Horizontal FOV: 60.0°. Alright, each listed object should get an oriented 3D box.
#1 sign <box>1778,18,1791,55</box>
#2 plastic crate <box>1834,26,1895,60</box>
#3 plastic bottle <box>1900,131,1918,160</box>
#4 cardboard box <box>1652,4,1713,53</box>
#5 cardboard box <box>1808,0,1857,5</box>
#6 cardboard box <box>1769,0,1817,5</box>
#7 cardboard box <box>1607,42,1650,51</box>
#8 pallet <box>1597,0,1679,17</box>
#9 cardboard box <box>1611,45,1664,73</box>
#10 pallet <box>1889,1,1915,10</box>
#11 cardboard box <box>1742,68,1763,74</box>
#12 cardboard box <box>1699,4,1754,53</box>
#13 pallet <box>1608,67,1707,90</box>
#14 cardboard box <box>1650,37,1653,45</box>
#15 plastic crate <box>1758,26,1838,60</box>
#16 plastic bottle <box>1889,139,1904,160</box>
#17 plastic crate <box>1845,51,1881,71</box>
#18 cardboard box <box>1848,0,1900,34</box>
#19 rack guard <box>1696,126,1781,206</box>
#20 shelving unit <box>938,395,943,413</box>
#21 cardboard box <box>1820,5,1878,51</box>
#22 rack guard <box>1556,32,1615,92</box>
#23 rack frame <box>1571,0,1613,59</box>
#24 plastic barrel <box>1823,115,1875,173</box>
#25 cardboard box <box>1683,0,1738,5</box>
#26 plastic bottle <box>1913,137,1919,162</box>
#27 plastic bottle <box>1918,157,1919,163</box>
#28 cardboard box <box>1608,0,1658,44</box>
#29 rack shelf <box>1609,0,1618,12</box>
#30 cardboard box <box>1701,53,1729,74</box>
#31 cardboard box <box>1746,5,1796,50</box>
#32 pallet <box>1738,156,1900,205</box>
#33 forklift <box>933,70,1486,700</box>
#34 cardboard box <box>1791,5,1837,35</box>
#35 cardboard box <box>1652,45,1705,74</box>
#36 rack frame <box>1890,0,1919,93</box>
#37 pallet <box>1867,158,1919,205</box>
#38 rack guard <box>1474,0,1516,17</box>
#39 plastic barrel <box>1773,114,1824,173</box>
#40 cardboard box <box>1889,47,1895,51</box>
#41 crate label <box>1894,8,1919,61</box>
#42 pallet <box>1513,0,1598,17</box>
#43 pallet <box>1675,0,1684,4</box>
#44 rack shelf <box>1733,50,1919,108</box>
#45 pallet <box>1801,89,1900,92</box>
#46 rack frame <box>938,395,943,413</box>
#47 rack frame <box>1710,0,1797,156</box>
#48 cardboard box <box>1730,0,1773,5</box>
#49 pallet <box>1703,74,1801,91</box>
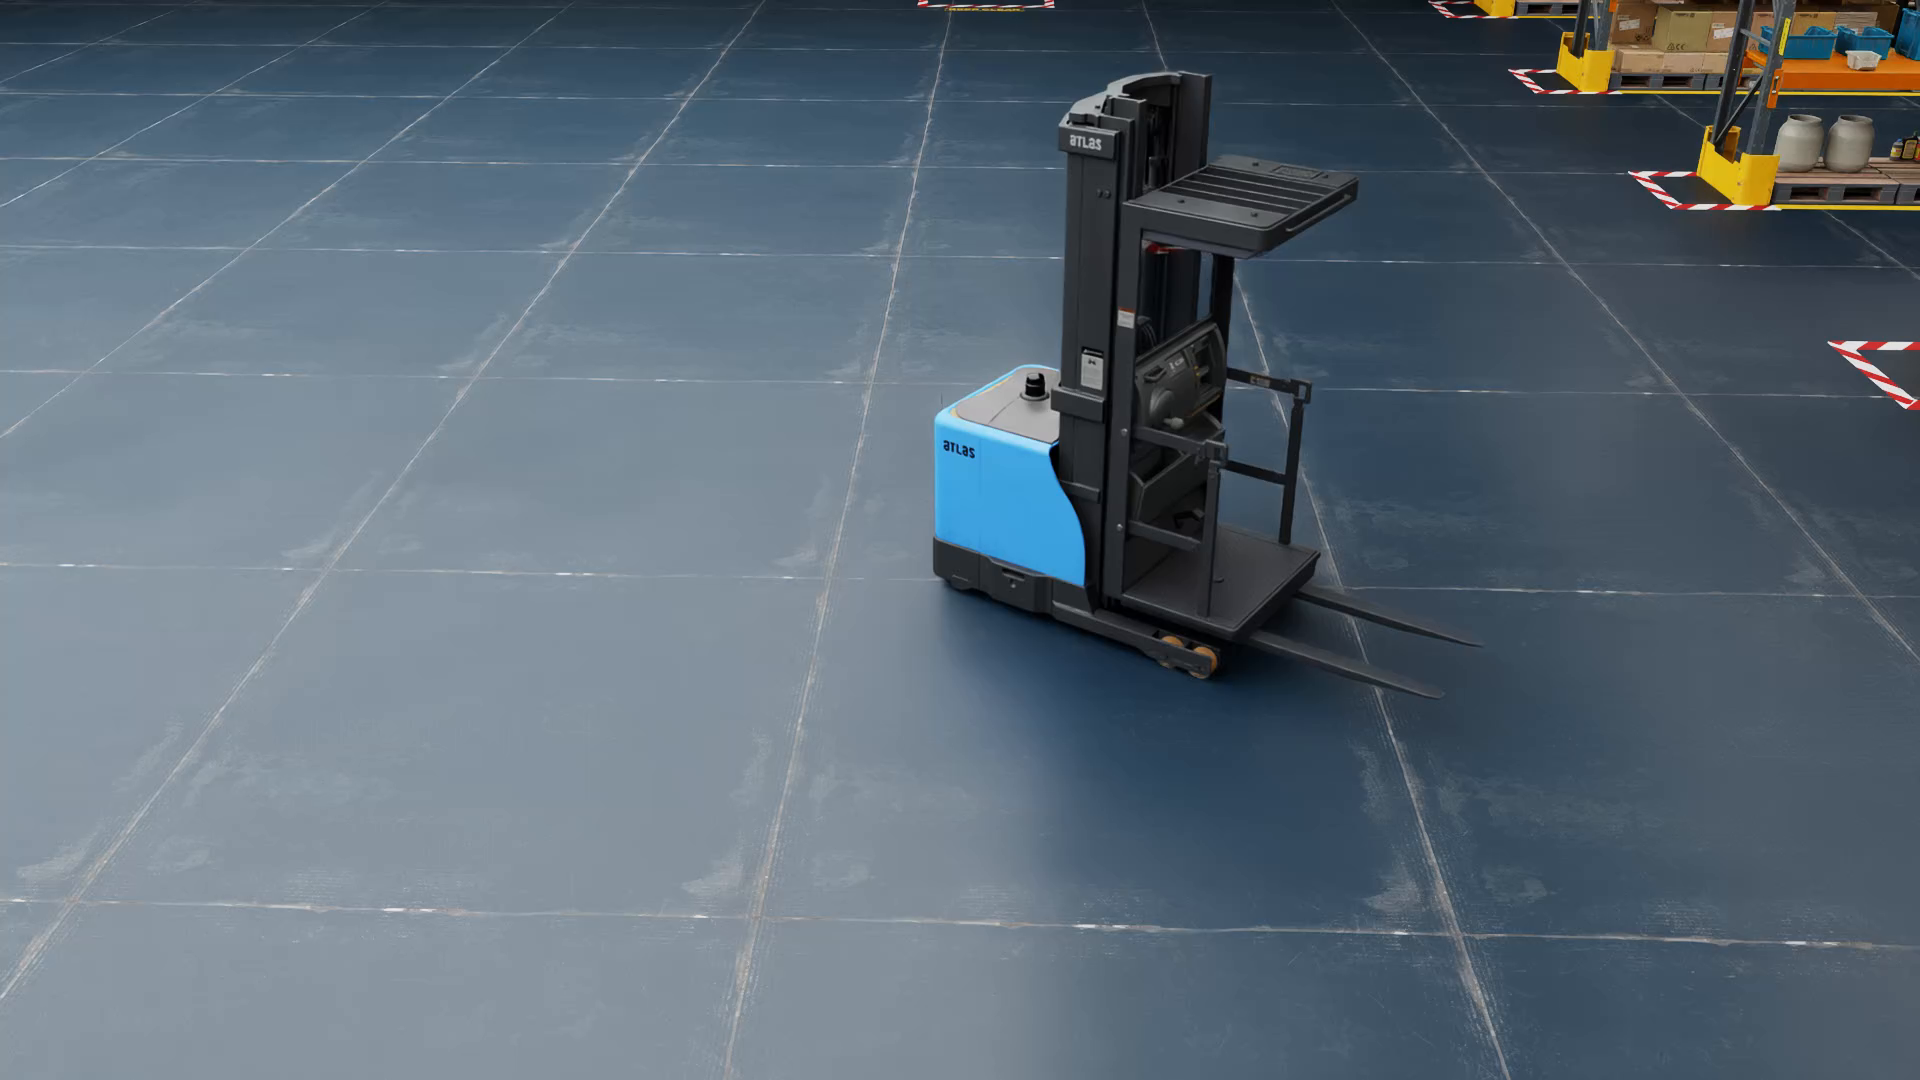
[{"bbox_3d":[7.803,-4.764,15.740,0.005,0.325,0.100,1,28,2],"label":"sign"},{"bbox_3d":[8.986,-4.952,16.548,0.408,0.251,0.499,1,28,2],"label":"plastic crate"},{"bbox_3d":[9.795,-4.075,17.165,0.133,0.283,0.061,2,28,3],"label":"plastic bottle"},{"bbox_3d":[9.033,-6.400,20.807,0.500,0.500,0.500,1,28,2],"label":"cardboard box"},{"bbox_3d":[11.050,-6.613,21.208,0.500,0.500,0.500,1,28,2],"label":"cardboard box"},{"bbox_3d":[10.551,-6.625,21.231,0.500,0.500,0.500,1,28,2],"label":"cardboard box"},{"bbox_3d":[8.552,-6.318,21.453,0.500,0.250,0.500,1,28,2],"label":"cardboard box"},{"bbox_3d":[10.279,-8.252,25.591,1.213,0.211,1.003,1,28,2],"label":"pallet"},{"bbox_3d":[8.533,-6.076,20.996,0.500,0.250,0.500,1,28,2],"label":"cardboard box"},{"bbox_3d":[14.174,-8.208,25.508,1.213,0.211,1.003,1,28,2],"label":"pallet"},{"bbox_3d":[10.032,-6.050,20.948,0.500,0.250,0.500,1,28,2],"label":"cardboard box"},{"bbox_3d":[9.533,-6.397,20.802,0.500,0.500,0.500,1,28,2],"label":"cardboard box"},{"bbox_3d":[8.771,-5.993,21.330,1.213,0.211,1.003,1,28,2],"label":"pallet"},{"bbox_3d":[9.052,-6.315,21.448,0.500,0.250,0.500,1,28,2],"label":"cardboard box"},{"bbox_3d":[8.337,-4.966,16.573,0.616,0.251,0.499,1,28,2],"label":"plastic crate"},{"bbox_3d":[9.678,-4.032,17.172,0.097,0.201,0.097,0,28,0],"label":"plastic bottle"},{"bbox_3d":[8.710,-4.618,16.040,0.250,0.136,0.298,1,28,2],"label":"plastic crate"},{"bbox_3d":[11.550,-6.608,21.200,0.500,0.500,0.500,1,28,2],"label":"cardboard box"},{"bbox_3d":[7.904,-3.816,16.915,0.348,0.500,1.175,1,28,2],"label":"rack guard"},{"bbox_3d":[-0.016,-0.409,10.060,0.210,0.900,0.258,2,28,4],"label":"shelving unit"},{"bbox_3d":[11.032,-6.373,20.756,0.500,0.500,0.500,1,28,2],"label":"cardboard box"},{"bbox_3d":[7.981,-6.114,21.250,0.348,0.500,1.175,1,28,2],"label":"rack guard"},{"bbox_3d":[8.005,-7.218,20.664,0.127,3.000,1.000,1,28,2],"label":"rack frame"},{"bbox_3d":[8.988,-4.002,16.806,0.421,0.512,0.421,0,28,0],"label":"plastic barrel"},{"bbox_3d":[9.552,-6.641,21.261,0.500,0.500,0.500,1,28,2],"label":"cardboard box"},{"bbox_3d":[9.928,-4.048,17.123,0.135,0.276,0.152,1,28,2],"label":"plastic bottle"},{"bbox_3d":[9.925,-4.002,17.027,0.133,0.283,0.061,1,28,2],"label":"plastic bottle"},{"bbox_3d":[8.552,-6.650,21.280,0.500,0.500,0.500,1,28,2],"label":"cardboard box"},{"bbox_3d":[10.004,-6.867,20.770,4.000,0.370,1.077,1,28,2],"label":"rack shelf"},{"bbox_3d":[9.533,-6.061,20.968,0.500,0.250,0.500,1,28,2],"label":"cardboard box"},{"bbox_3d":[10.032,-6.381,20.771,0.500,0.500,0.500,1,28,2],"label":"cardboard box"},{"bbox_3d":[8.716,-3.672,16.952,1.213,0.211,1.003,1,28,2],"label":"pallet"},{"bbox_3d":[1.341,-0.840,8.706,3.031,2.935,1.130,18,33,30],"label":"forklift"},{"bbox_3d":[10.532,-6.379,20.768,0.500,0.500,0.500,1,28,2],"label":"cardboard box"},{"bbox_3d":[9.033,-6.069,20.984,0.500,0.250,0.500,1,28,2],"label":"cardboard box"},{"bbox_3d":[12.003,-7.152,20.539,0.127,3.000,1.000,1,28,2],"label":"rack frame"},{"bbox_3d":[9.932,-3.651,16.912,1.213,0.211,1.003,1,28,2],"label":"pallet"},{"bbox_3d":[8.252,-8.431,25.621,0.348,0.500,1.175,1,28,2],"label":"rack guard"},{"bbox_3d":[8.487,-4.011,16.821,0.421,0.512,0.421,0,28,0],"label":"plastic barrel"},{"bbox_3d":[11.532,-6.028,20.906,0.500,0.250,0.500,1,28,2],"label":"cardboard box"},{"bbox_3d":[9.676,-5.011,16.463,0.616,0.435,0.502,1,28,2],"label":"crate label"},{"bbox_3d":[9.063,-8.273,25.632,1.213,0.211,1.003,1,28,2],"label":"pallet"},{"bbox_3d":[11.501,-8.233,25.556,1.213,0.211,1.003,1,28,2],"label":"pallet"},{"bbox_3d":[9.825,-4.549,16.396,4.000,0.370,1.077,1,28,2],"label":"rack shelf"},{"bbox_3d":[11.209,-5.953,21.254,1.213,0.211,1.003,1,28,2],"label":"pallet"},{"bbox_3d":[-0.117,-0.413,10.068,0.006,0.900,0.240,2,28,4],"label":"rack frame"},{"bbox_3d":[7.827,-4.900,16.290,0.127,3.000,1.000,1,28,2],"label":"rack frame"},{"bbox_3d":[10.051,-6.632,21.245,0.500,0.500,0.500,1,28,2],"label":"cardboard box"},{"bbox_3d":[9.987,-5.972,21.289,1.213,0.211,1.003,1,28,2],"label":"pallet"}]
